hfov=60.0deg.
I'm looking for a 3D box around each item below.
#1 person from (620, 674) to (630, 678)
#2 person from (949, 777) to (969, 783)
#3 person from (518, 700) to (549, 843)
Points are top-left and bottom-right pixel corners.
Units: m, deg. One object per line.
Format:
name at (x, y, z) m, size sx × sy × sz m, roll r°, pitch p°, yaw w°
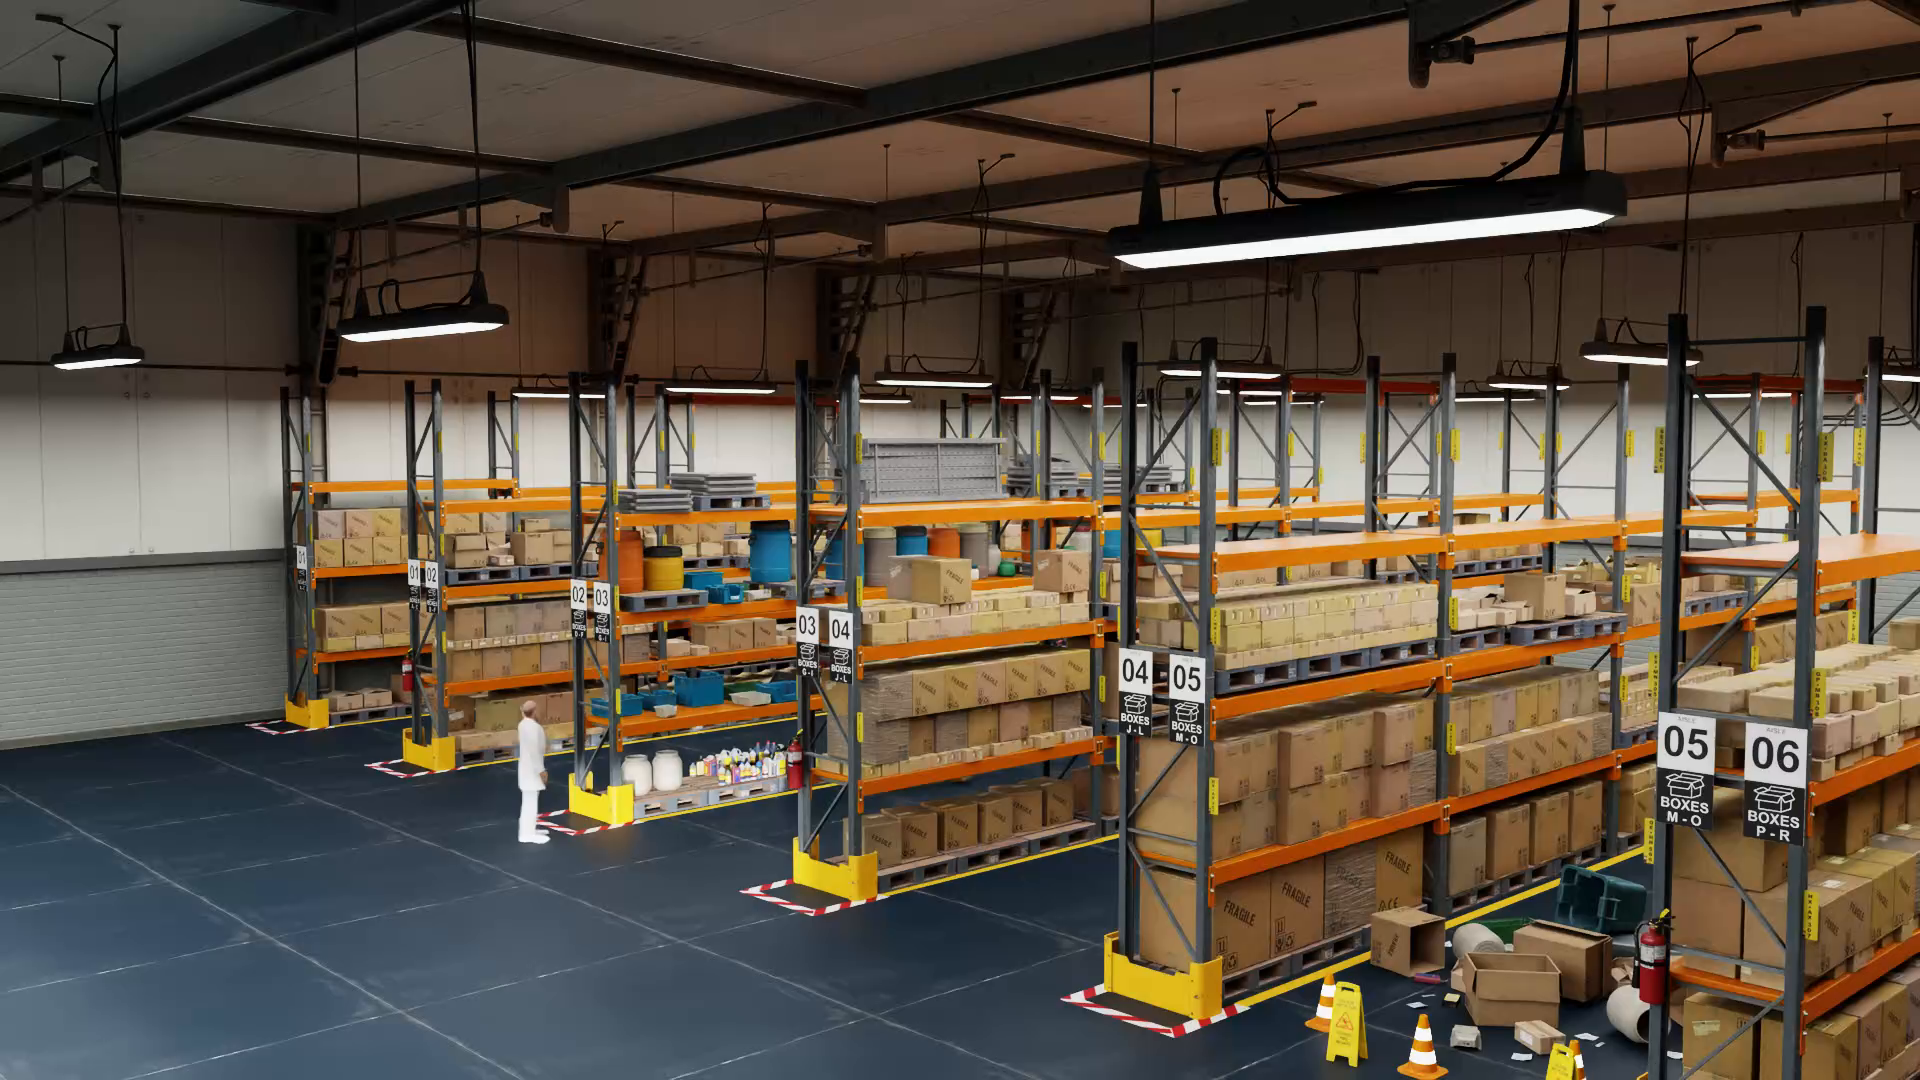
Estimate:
person at (-6.360, 2.288, 31.520) m, size 0.466 × 1.738 × 0.557 m, roll 0°, pitch 4°, yaw -7°
person at (-0.196, 2.667, 24.531) m, size 0.669 × 1.723 × 0.528 m, roll 0°, pitch 4°, yaw -6°
person at (-5.406, 2.920, 21.072) m, size 0.388 × 1.787 × 0.591 m, roll -1°, pitch 4°, yaw -13°
